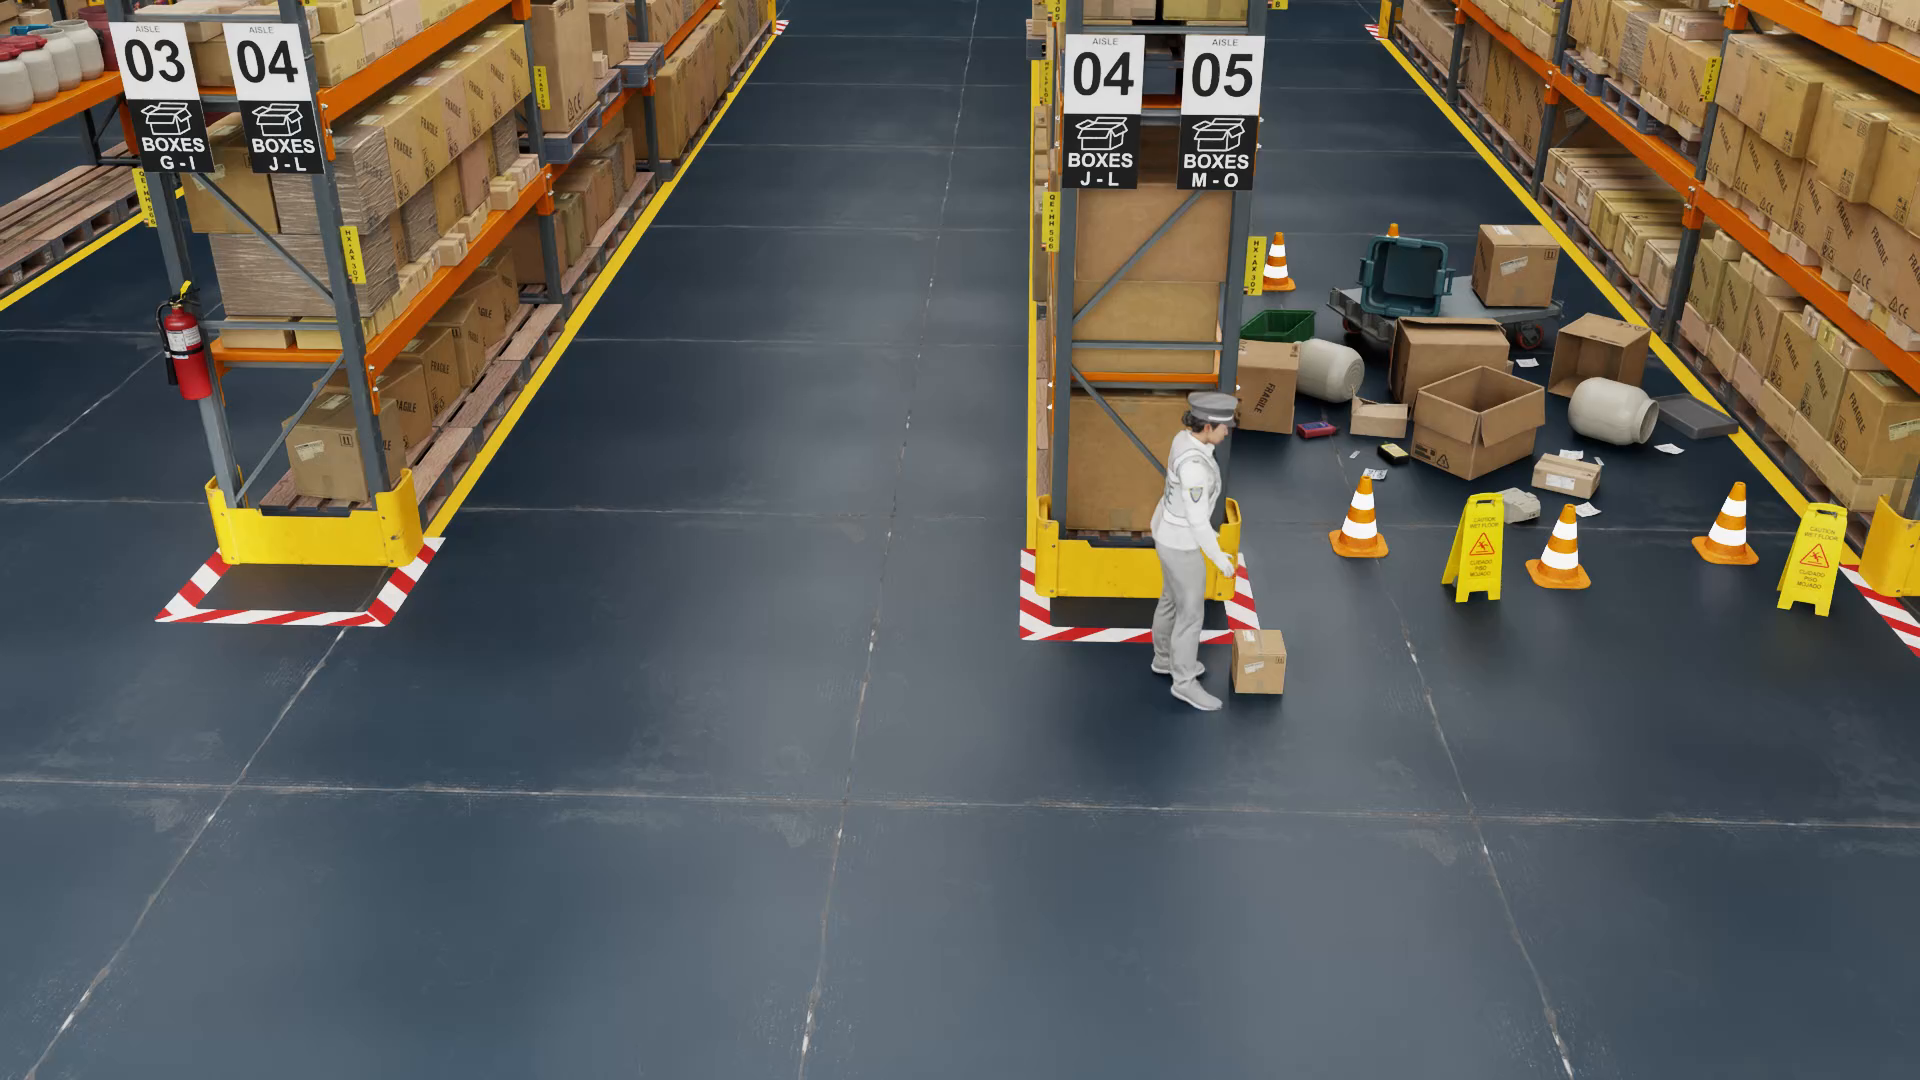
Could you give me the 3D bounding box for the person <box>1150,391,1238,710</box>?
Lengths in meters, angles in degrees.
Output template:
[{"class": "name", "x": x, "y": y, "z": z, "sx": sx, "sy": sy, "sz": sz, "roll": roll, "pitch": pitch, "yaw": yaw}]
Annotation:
[{"class": "person", "x": 1.190, "y": 0.038, "z": 8.557, "sx": 0.423, "sy": 1.692, "sz": 0.523, "roll": 1, "pitch": 28, "yaw": 2}]
